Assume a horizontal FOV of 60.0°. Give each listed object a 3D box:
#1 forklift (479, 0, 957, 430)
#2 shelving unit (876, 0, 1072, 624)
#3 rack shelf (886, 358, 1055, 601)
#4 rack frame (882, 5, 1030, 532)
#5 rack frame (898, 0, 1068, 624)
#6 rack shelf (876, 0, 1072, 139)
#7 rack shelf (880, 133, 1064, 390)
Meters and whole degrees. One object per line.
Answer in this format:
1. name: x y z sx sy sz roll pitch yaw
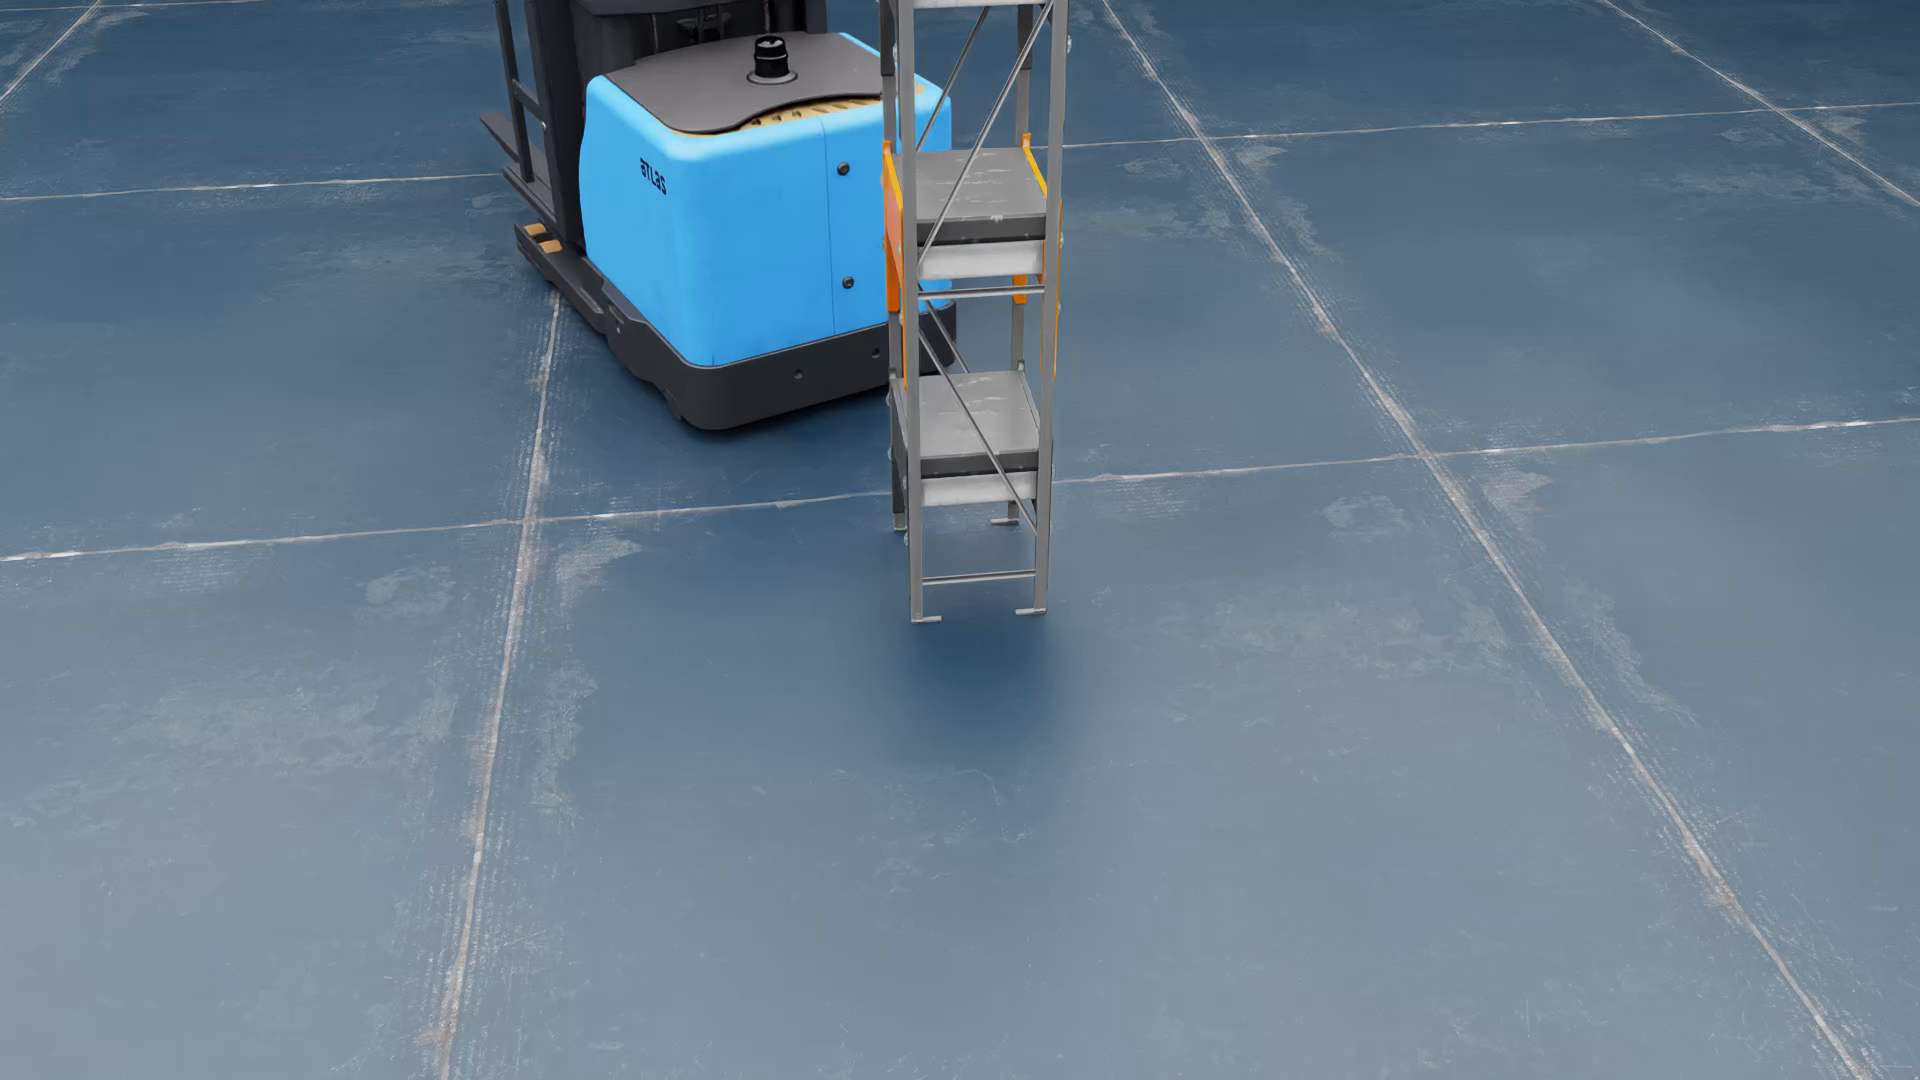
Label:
1. forklift: -1.193 -2.387 6.151 1.130 2.935 3.031 -18 38 -25
2. shelving unit: 0.022 -0.775 4.523 0.431 2.100 0.503 -4 35 -6
3. rack shelf: 0.022 -0.186 4.925 0.431 0.518 0.480 -4 35 -6
4. rack frame: -0.011 -0.911 4.723 0.400 2.100 0.015 -4 35 -6
5. rack frame: 0.055 -0.639 4.323 0.400 2.100 0.015 -4 35 -6
6. rack shelf: 0.022 -1.342 4.137 0.431 0.518 0.480 -4 35 -6
7. rack shelf: 0.022 -0.764 4.531 0.431 0.518 0.480 -4 35 -6
